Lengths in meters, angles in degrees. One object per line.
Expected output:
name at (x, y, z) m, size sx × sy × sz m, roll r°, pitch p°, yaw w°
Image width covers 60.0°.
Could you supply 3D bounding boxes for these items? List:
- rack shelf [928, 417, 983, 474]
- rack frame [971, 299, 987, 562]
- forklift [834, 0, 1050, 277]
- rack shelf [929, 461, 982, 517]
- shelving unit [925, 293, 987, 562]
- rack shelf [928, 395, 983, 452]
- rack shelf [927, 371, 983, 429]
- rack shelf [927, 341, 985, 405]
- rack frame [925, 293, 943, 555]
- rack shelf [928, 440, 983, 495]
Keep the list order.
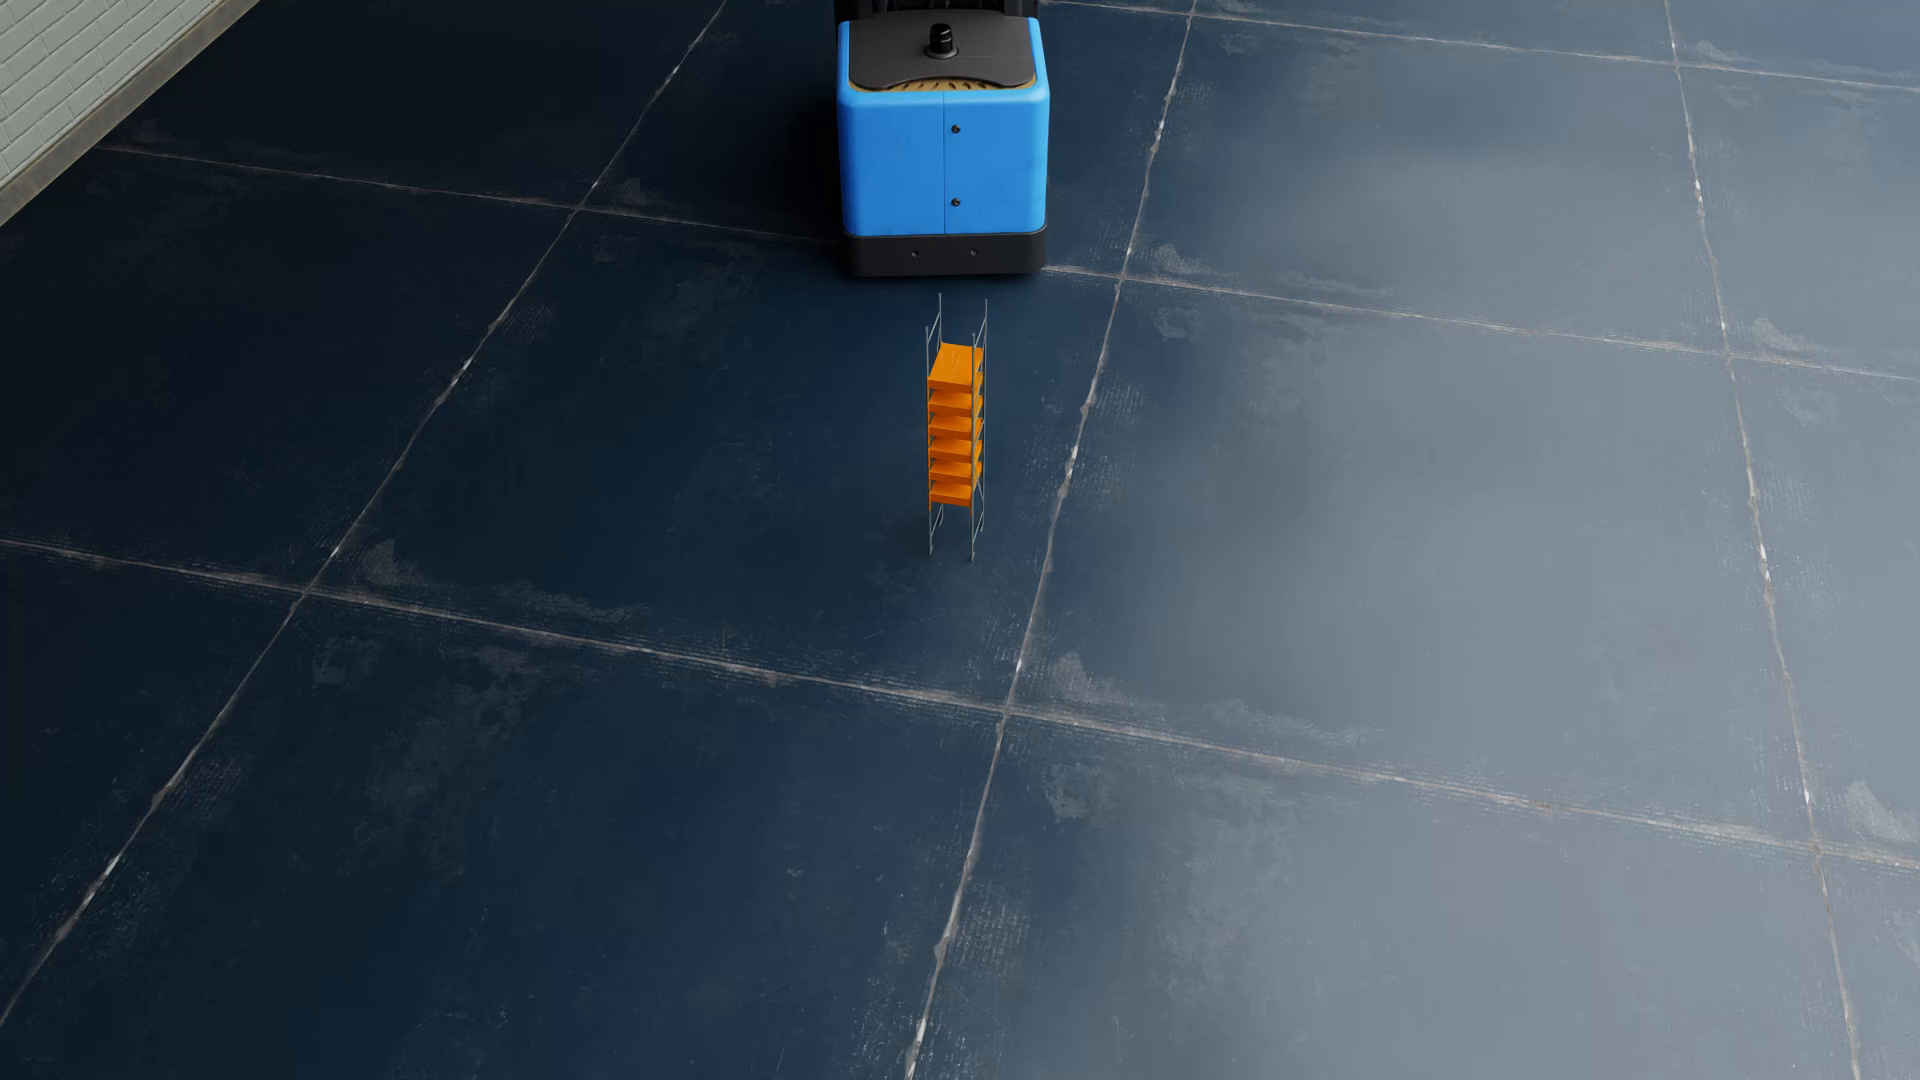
rack shelf at (-0.014, -0.402, 6.827) m, size 0.180 × 0.103 × 0.258 m, roll 9°, pitch 45°, yaw 9°
rack frame at (0.075, -0.421, 6.782) m, size 0.006 × 1.200 × 0.240 m, roll 9°, pitch 45°, yaw 9°
forklift at (-0.136, -3.410, 8.639) m, size 1.130 × 2.935 × 3.031 m, roll -2°, pitch 44°, yaw -2°
rack shelf at (-0.014, -0.230, 6.993) m, size 0.180 × 0.103 × 0.258 m, roll 9°, pitch 45°, yaw 9°
shelving unit at (-0.014, -0.434, 6.796) m, size 0.189 × 1.200 × 0.258 m, roll 9°, pitch 45°, yaw 9°
rack shelf at (-0.014, -0.489, 6.744) m, size 0.180 × 0.103 × 0.258 m, roll 9°, pitch 45°, yaw 9°
rack shelf at (-0.014, -0.575, 6.661) m, size 0.180 × 0.103 × 0.258 m, roll 9°, pitch 45°, yaw 9°
rack shelf at (-0.014, -0.662, 6.577) m, size 0.180 × 0.103 × 0.258 m, roll 9°, pitch 45°, yaw 9°
rack frame at (-0.103, -0.448, 6.811) m, size 0.006 × 1.200 × 0.240 m, roll 9°, pitch 45°, yaw 9°
rack shelf at (-0.014, -0.316, 6.910) m, size 0.180 × 0.103 × 0.258 m, roll 9°, pitch 45°, yaw 9°
